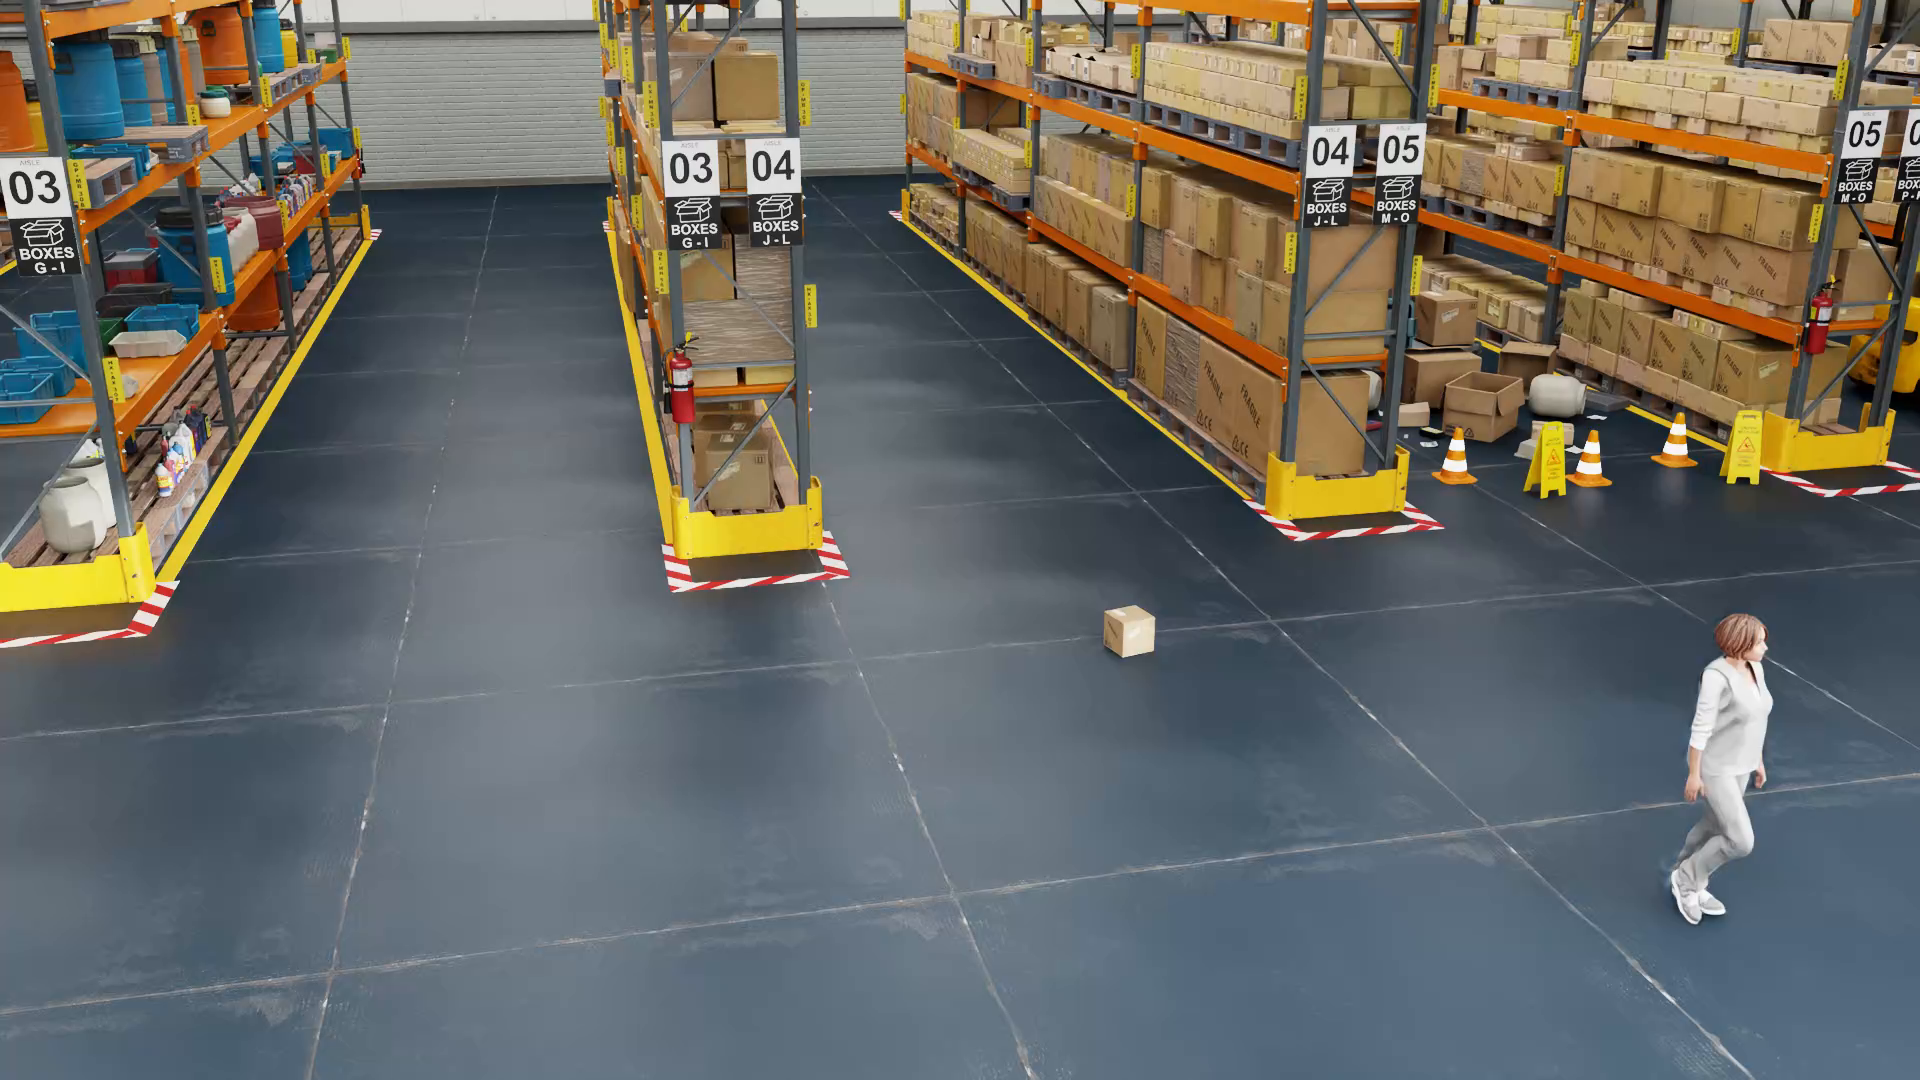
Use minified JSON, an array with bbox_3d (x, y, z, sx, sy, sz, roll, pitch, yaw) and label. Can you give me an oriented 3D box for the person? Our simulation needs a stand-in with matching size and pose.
[{"bbox_3d":[3.685,1.107,7.967,0.440,1.600,0.434,-16,25,-37],"label":"person"}]
